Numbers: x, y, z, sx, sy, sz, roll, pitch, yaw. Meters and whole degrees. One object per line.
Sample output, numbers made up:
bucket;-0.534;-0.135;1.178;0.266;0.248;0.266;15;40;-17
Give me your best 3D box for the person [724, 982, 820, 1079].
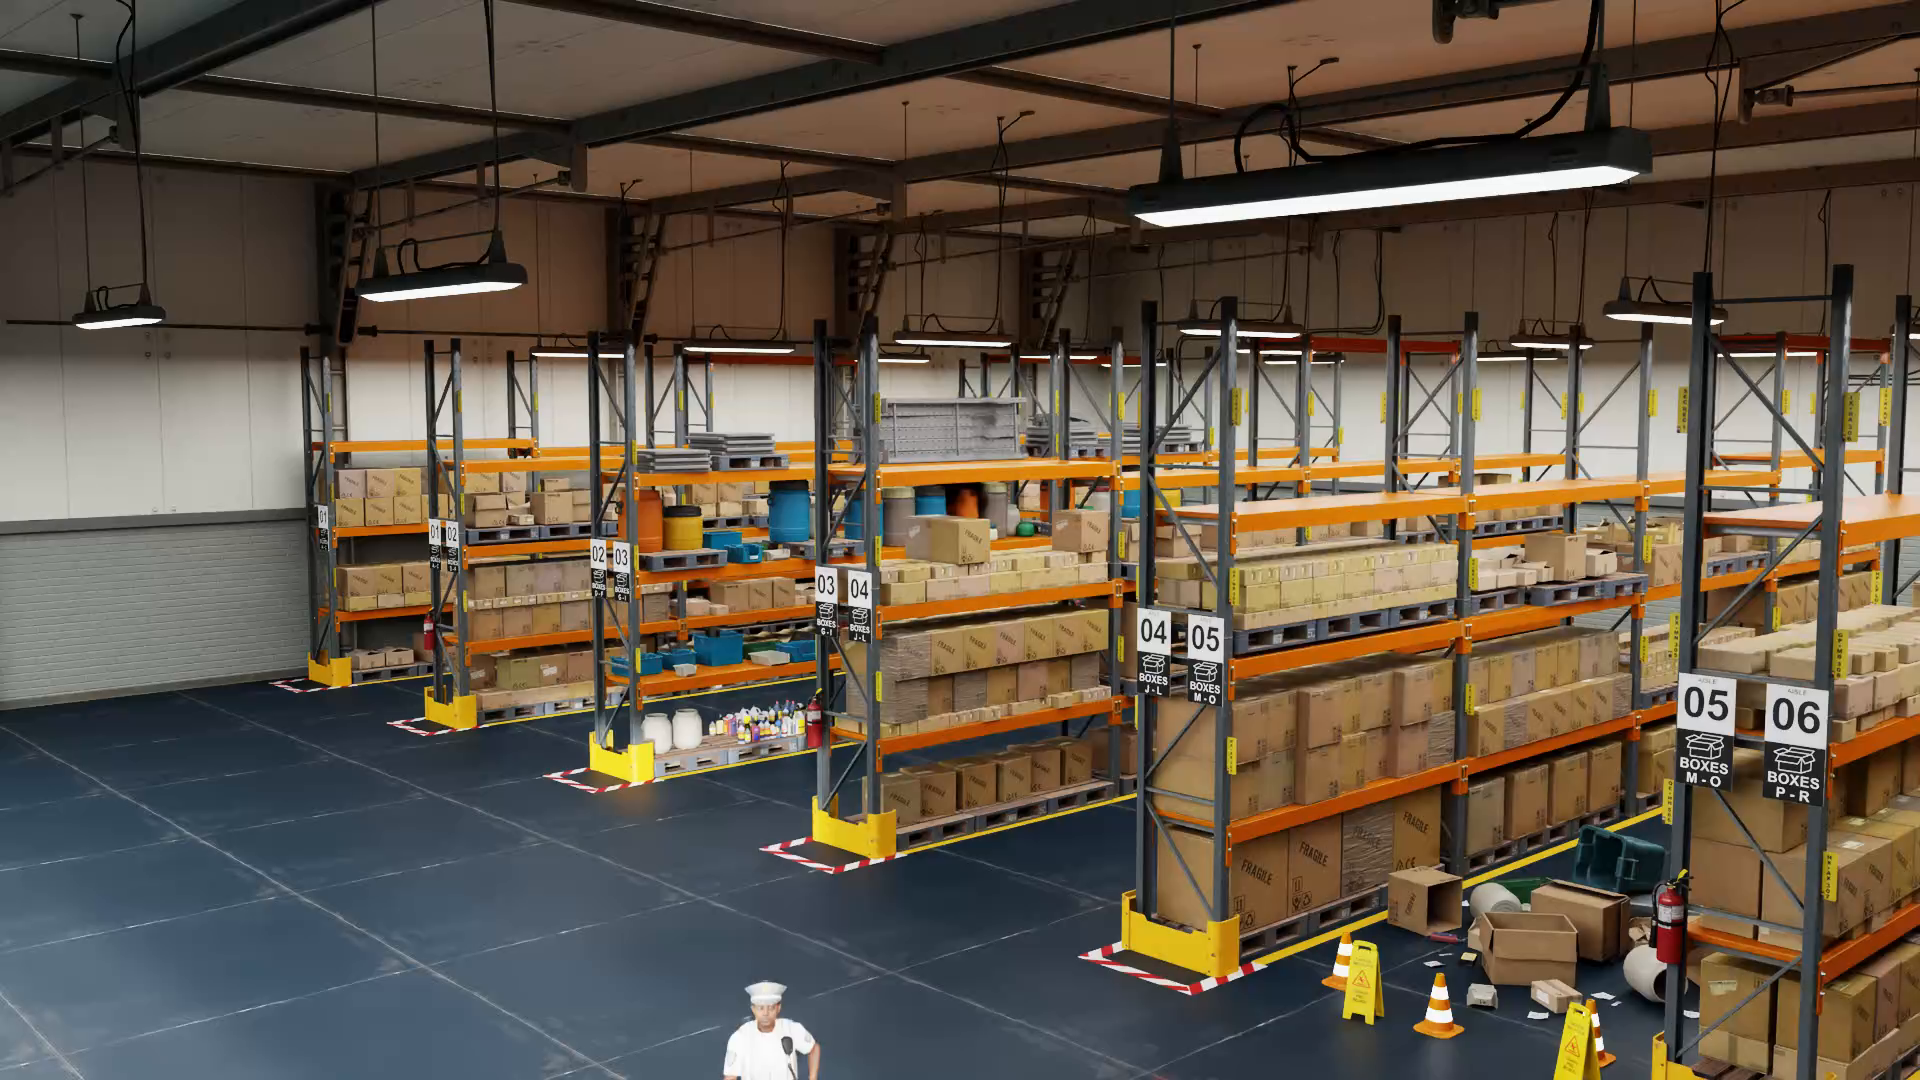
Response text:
person;-1.117;3.467;9.877;0.564;1.757;0.712;0;5;-3
